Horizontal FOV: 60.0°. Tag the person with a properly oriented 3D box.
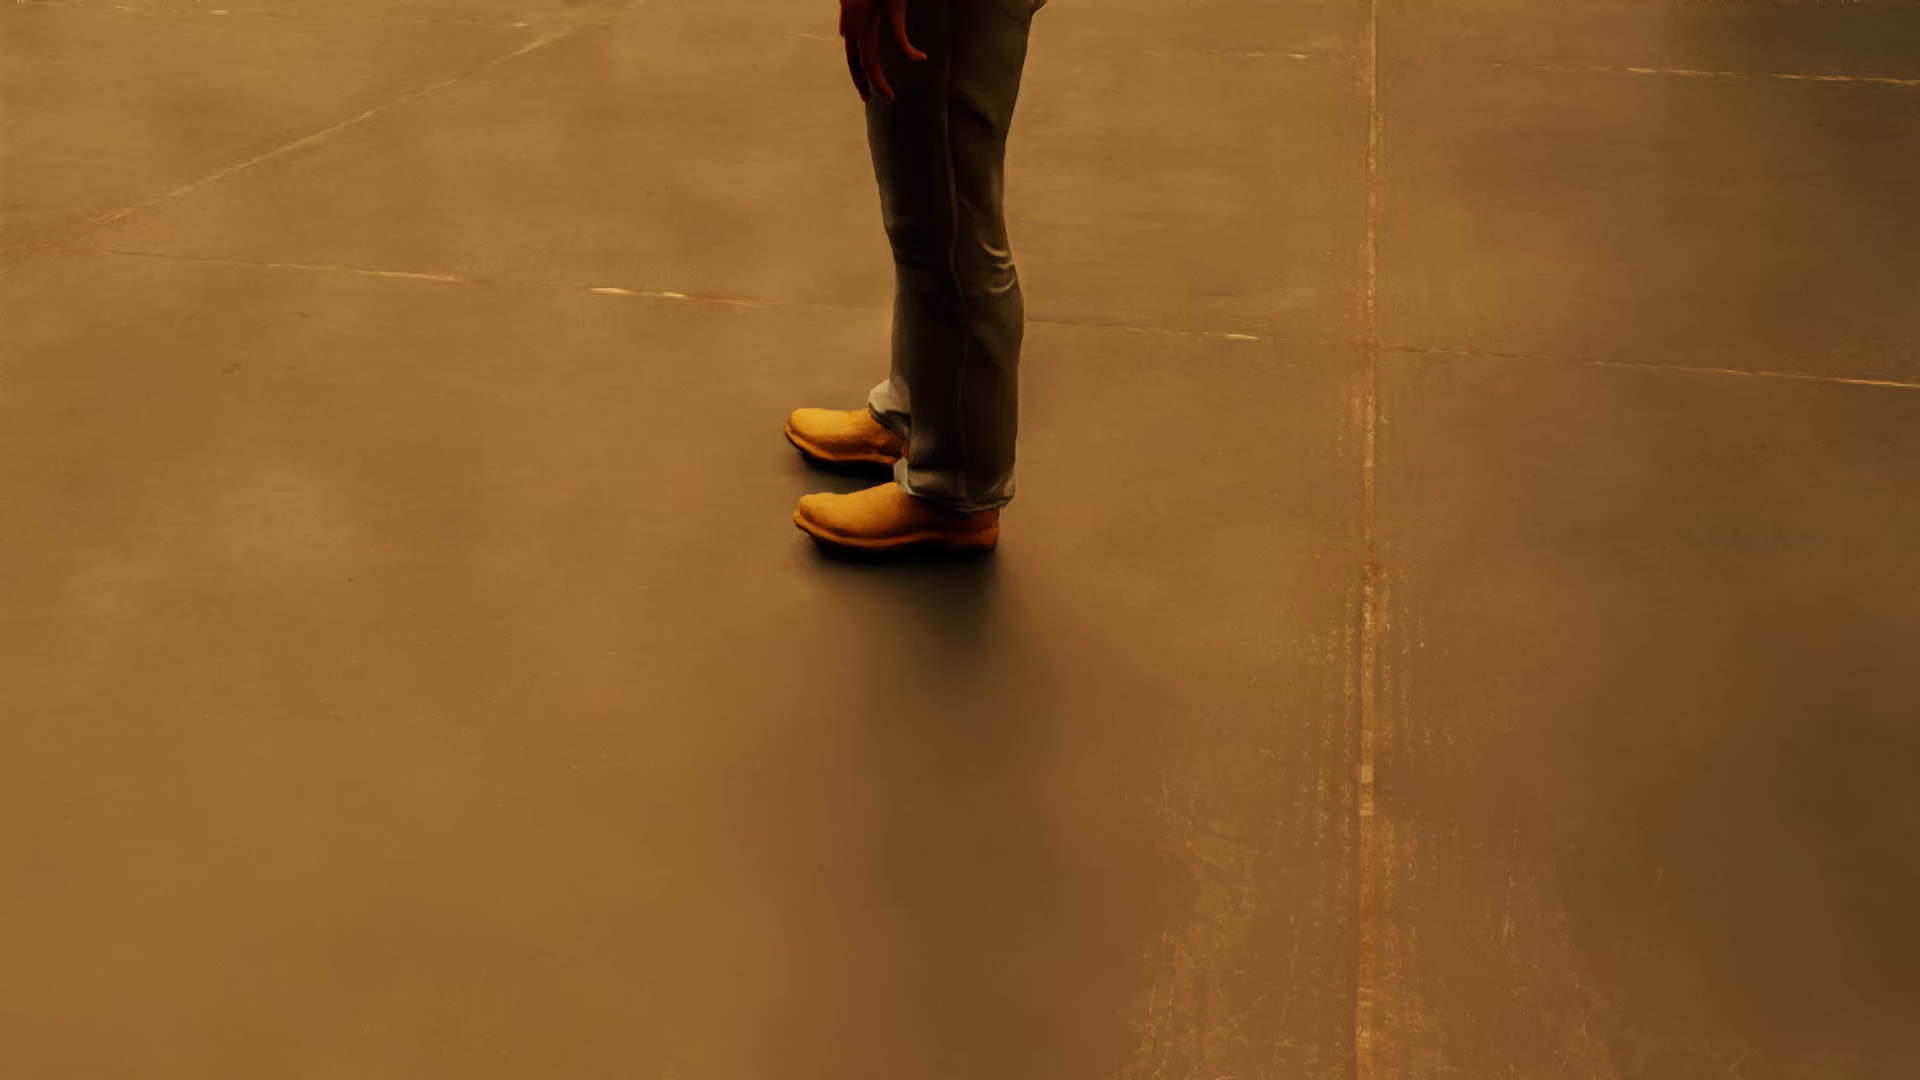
[{"bbox_3d":[-0.067,-0.804,2.117,0.576,1.765,0.665,6,27,11],"label":"person"}]
